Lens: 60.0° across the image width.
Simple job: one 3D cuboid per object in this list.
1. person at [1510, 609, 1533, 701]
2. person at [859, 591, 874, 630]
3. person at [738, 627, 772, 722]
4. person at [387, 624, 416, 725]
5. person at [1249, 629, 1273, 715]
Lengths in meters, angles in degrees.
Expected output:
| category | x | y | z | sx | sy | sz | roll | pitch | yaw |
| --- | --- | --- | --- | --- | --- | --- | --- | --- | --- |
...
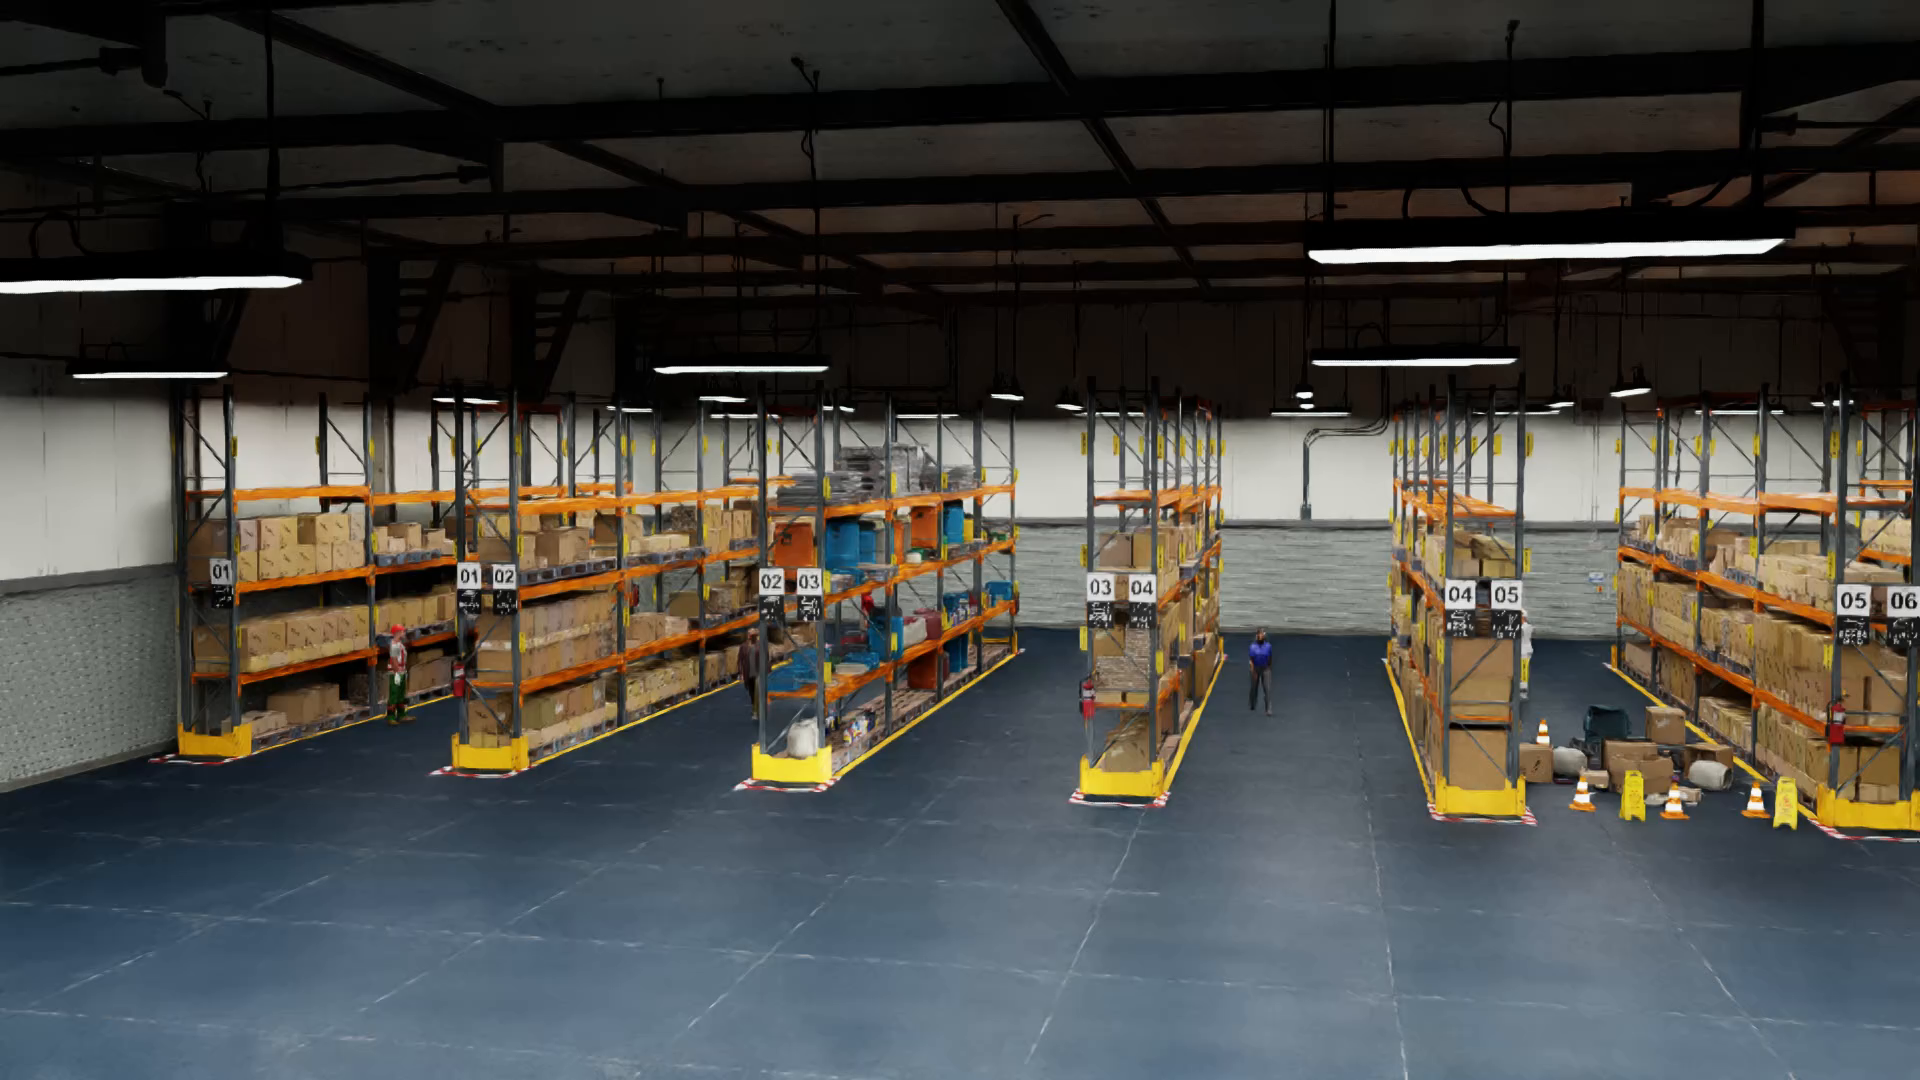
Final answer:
| category | x | y | z | sx | sy | sz | roll | pitch | yaw |
| --- | --- | --- | --- | --- | --- | --- | --- | --- | --- |
| person | 11.027 | 2.258 | 32.796 | 0.489 | 1.787 | 0.608 | 3 | 4 | 42 |
| person | -2.226 | 1.879 | 40.067 | 0.401 | 1.738 | 0.688 | 0 | 3 | 8 |
| person | -3.778 | 2.429 | 30.370 | 0.601 | 1.694 | 1.186 | 1 | 3 | 10 |
| person | -10.100 | 2.408 | 30.011 | 0.468 | 1.794 | 0.625 | -1 | 3 | -11 |
| person | 5.618 | 2.450 | 31.144 | 0.442 | 1.587 | 0.997 | 0 | 3 | 4 |
